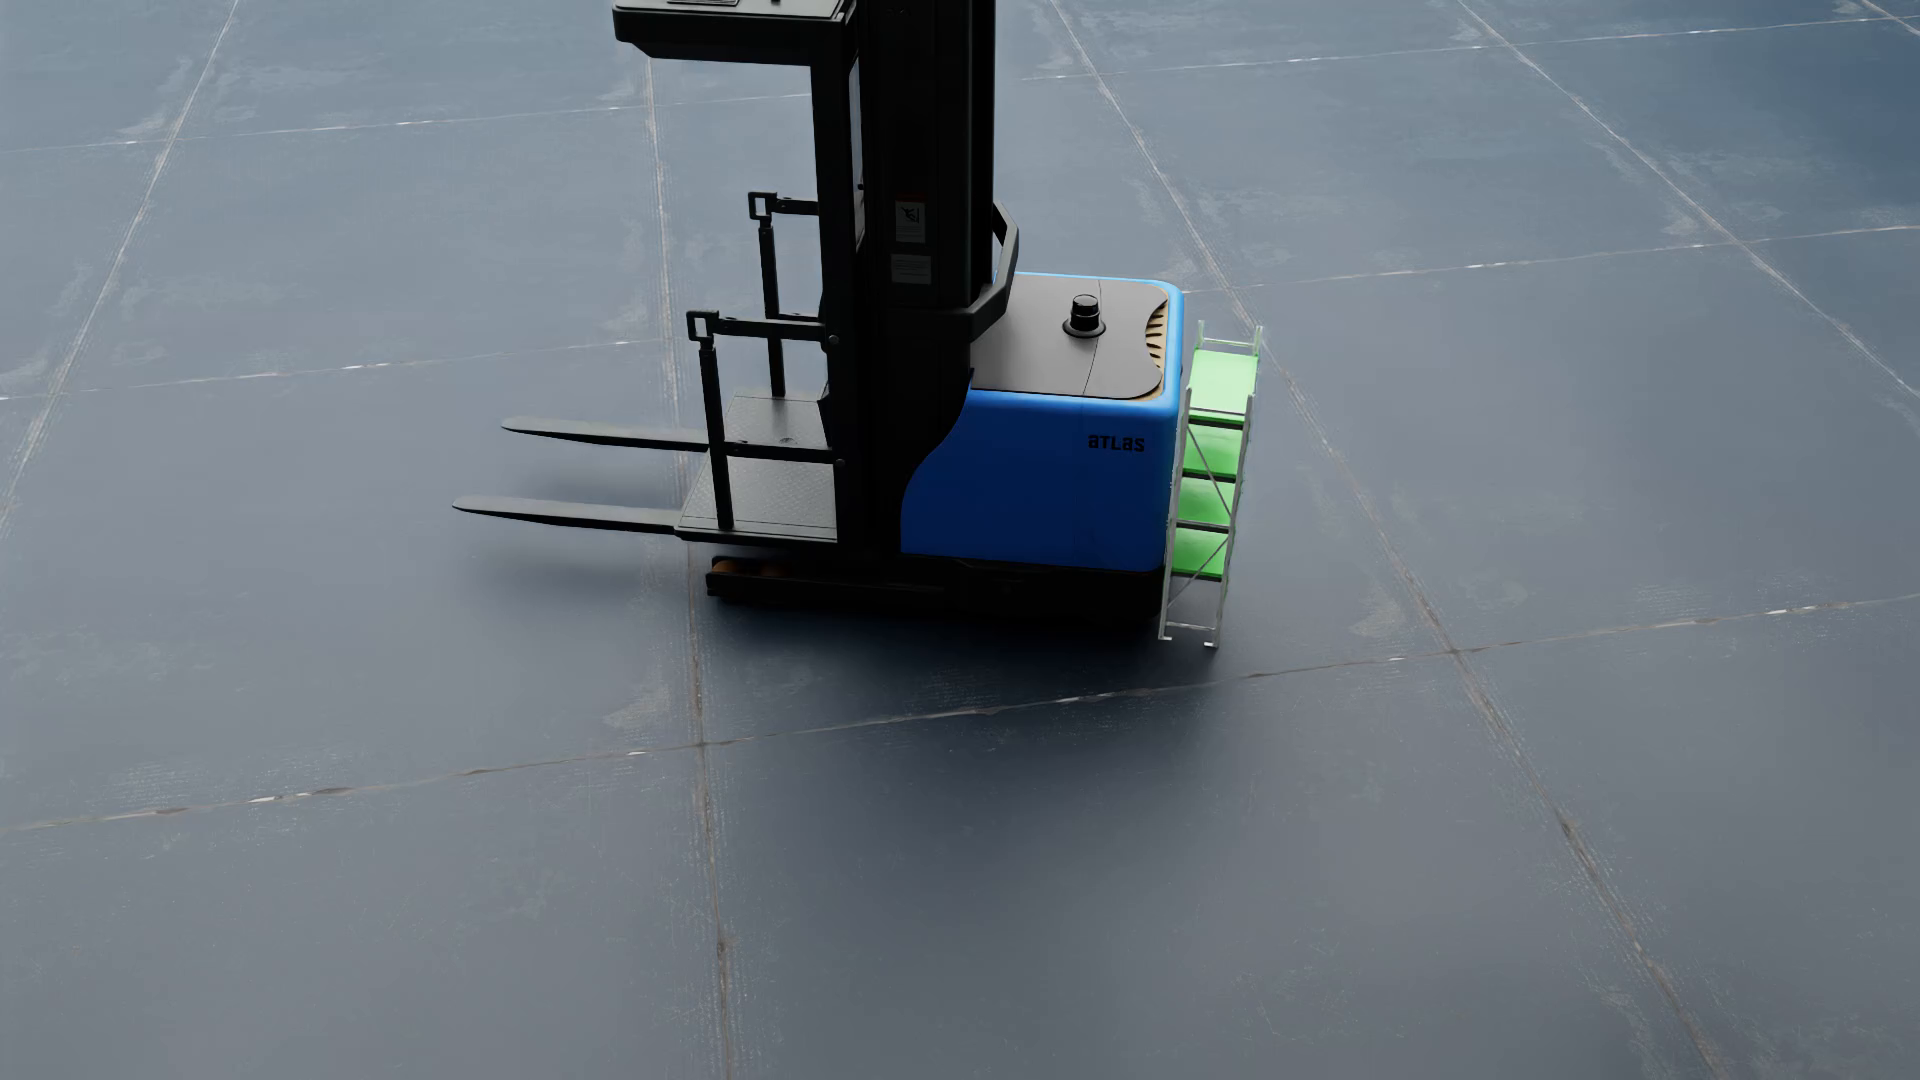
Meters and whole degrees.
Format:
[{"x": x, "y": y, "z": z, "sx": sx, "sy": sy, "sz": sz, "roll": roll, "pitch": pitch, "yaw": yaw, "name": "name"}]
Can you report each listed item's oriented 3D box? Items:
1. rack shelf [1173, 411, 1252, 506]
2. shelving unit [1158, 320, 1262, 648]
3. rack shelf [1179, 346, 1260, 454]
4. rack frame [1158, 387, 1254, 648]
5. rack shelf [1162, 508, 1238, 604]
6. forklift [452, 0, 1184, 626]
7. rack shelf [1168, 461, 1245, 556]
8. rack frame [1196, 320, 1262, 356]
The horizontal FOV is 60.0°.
[{"x": 0.979, "y": -0.345, "z": 6.426, "sx": 0.258, "sy": 0.148, "sz": 0.480, "roll": 8, "pitch": 39, "yaw": 9, "name": "rack shelf"}, {"x": 0.977, "y": -0.206, "z": 6.535, "sx": 0.258, "sy": 1.200, "sz": 0.503, "roll": 8, "pitch": 39, "yaw": 9, "name": "shelving unit"}, {"x": 0.981, "y": -0.534, "z": 6.278, "sx": 0.258, "sy": 0.148, "sz": 0.480, "roll": 8, "pitch": 39, "yaw": 9, "name": "rack shelf"}, {"x": 0.927, "y": -0.059, "z": 6.346, "sx": 0.240, "sy": 1.200, "sz": 0.015, "roll": 8, "pitch": 39, "yaw": 9, "name": "rack frame"}, {"x": 0.973, "y": 0.033, "z": 6.722, "sx": 0.258, "sy": 0.148, "sz": 0.480, "roll": 8, "pitch": 39, "yaw": 9, "name": "rack shelf"}, {"x": -0.619, "y": -1.208, "z": 6.415, "sx": 3.031, "sy": 2.935, "sz": 1.130, "roll": 5, "pitch": 38, "yaw": 6, "name": "forklift"}, {"x": 0.976, "y": -0.156, "z": 6.574, "sx": 0.258, "sy": 0.148, "sz": 0.480, "roll": 8, "pitch": 39, "yaw": 9, "name": "rack shelf"}, {"x": 1.026, "y": -0.353, "z": 6.723, "sx": 0.240, "sy": 1.200, "sz": 0.015, "roll": 8, "pitch": 39, "yaw": 9, "name": "rack frame"}]
